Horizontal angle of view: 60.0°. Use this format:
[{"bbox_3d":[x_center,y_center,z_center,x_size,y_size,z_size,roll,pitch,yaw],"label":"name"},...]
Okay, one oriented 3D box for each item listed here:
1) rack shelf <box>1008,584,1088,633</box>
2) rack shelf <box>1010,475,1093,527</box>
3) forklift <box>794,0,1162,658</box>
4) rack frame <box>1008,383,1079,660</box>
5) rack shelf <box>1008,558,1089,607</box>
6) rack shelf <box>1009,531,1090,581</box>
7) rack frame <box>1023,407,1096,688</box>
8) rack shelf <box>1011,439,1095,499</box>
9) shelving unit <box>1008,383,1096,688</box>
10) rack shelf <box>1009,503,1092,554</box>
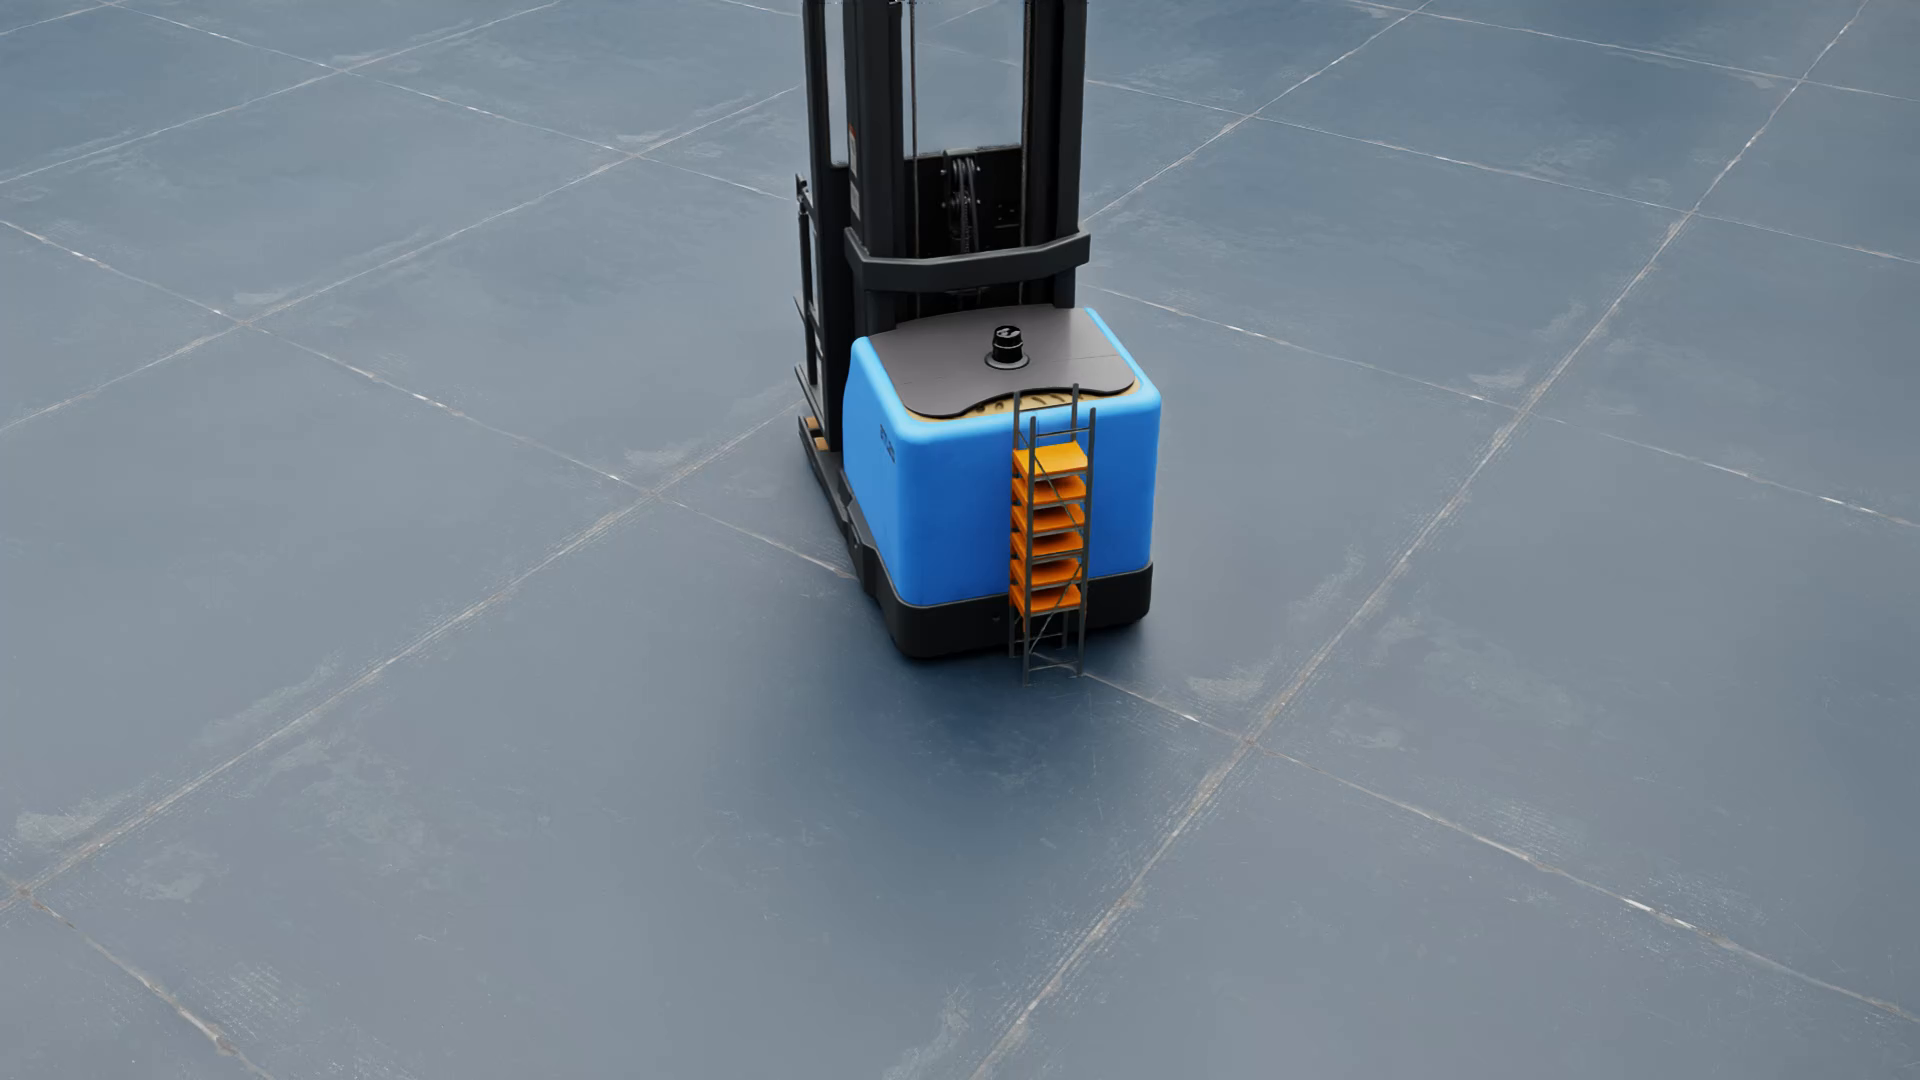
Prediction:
[{"bbox_3d":[0.333,0.240,6.332,0.258,0.103,0.180,-9,35,-13],"label":"rack shelf"},{"bbox_3d":[0.333,-0.158,6.064,0.258,0.103,0.180,-9,35,-13],"label":"rack shelf"},{"bbox_3d":[-0.131,-1.580,6.970,1.130,2.935,3.031,-9,35,-13],"label":"forklift"},{"bbox_3d":[0.307,-0.045,6.246,0.240,1.200,0.006,-9,35,-13],"label":"rack frame"},{"bbox_3d":[0.333,0.140,6.265,0.258,0.103,0.180,-9,35,-13],"label":"rack shelf"},{"bbox_3d":[0.333,0.041,6.198,0.258,0.103,0.180,-9,35,-13],"label":"rack shelf"},{"bbox_3d":[0.358,0.053,6.100,0.240,1.200,0.006,-9,35,-13],"label":"rack frame"},{"bbox_3d":[0.333,-0.257,5.996,0.258,0.103,0.180,-9,35,-13],"label":"rack shelf"},{"bbox_3d":[0.333,0.004,6.173,0.258,1.200,0.189,-9,35,-13],"label":"shelving unit"},{"bbox_3d":[0.333,-0.059,6.131,0.258,0.103,0.180,-9,35,-13],"label":"rack shelf"}]
